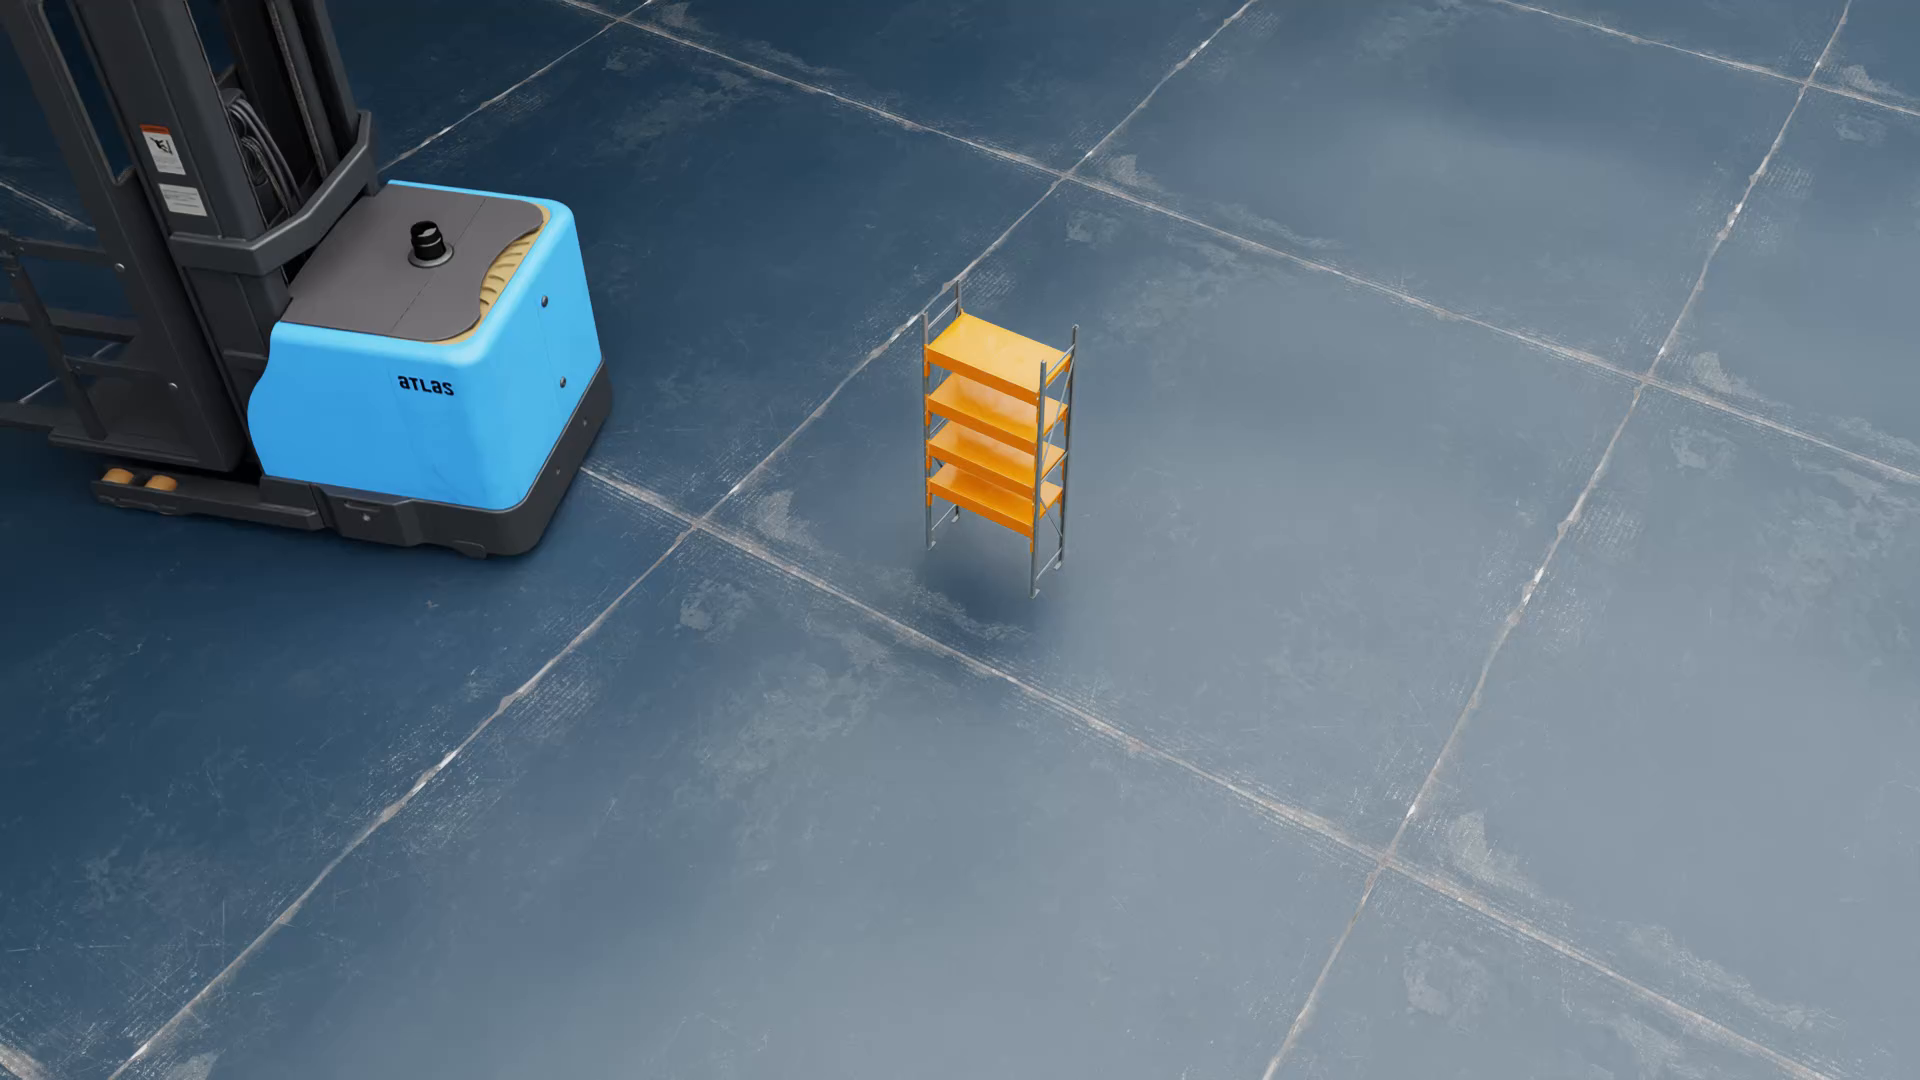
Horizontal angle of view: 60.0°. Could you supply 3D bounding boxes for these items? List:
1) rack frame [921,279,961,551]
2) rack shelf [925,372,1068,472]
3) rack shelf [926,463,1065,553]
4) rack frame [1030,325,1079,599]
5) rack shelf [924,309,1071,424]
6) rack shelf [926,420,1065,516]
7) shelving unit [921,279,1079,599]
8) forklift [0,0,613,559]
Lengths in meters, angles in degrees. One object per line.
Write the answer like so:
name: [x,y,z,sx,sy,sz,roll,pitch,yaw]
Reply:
rack frame: [-0.066,-0.449,6.349,0.015,1.200,0.240,25,51,22]
rack shelf: [0.139,-0.463,6.145,0.480,0.148,0.258,25,51,22]
rack shelf: [0.139,-0.169,6.448,0.480,0.148,0.258,25,51,22]
rack frame: [0.345,-0.260,6.166,0.015,1.200,0.240,25,51,22]
rack shelf: [0.139,-0.628,5.976,0.480,0.148,0.258,25,51,22]
rack shelf: [0.139,-0.307,6.306,0.480,0.148,0.258,25,51,22]
shelving unit: [0.139,-0.354,6.257,0.503,1.200,0.258,25,51,22]
forklift: [-3.079,-1.488,6.152,3.031,2.935,1.130,9,46,8]
